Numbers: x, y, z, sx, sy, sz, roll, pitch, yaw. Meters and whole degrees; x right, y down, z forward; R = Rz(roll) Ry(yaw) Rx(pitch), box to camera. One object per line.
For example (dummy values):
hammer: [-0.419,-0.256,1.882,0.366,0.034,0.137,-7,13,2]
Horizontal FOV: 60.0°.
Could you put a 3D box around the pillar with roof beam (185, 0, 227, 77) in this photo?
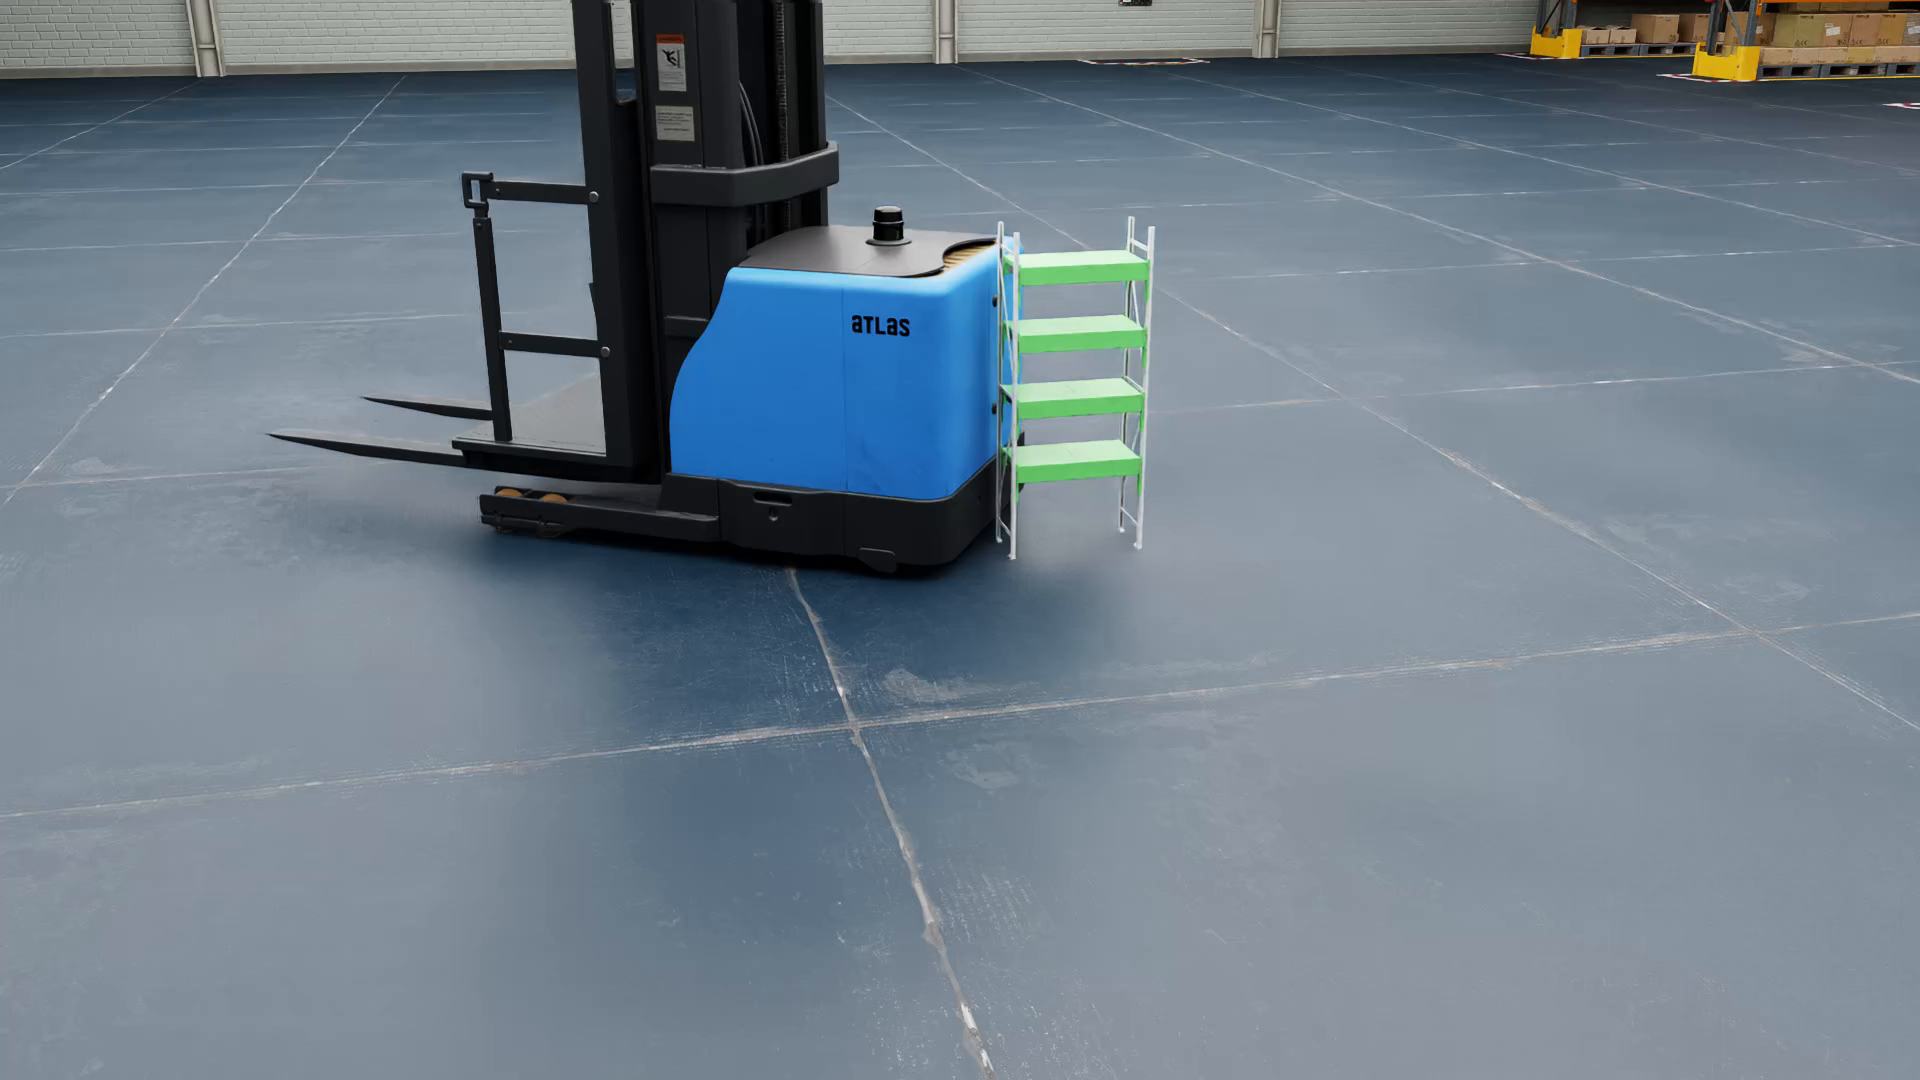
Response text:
pillar with roof beam: [-10.949,-10.197,21.067,0.400,9.000,9.100,-5,21,-12]

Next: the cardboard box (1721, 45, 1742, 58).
cardboard box: [12.531,-7.765,26.538,0.500,0.250,0.500,-5,21,-12]

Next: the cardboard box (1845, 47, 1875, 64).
cardboard box: [14.110,-7.710,26.387,0.500,0.250,0.500,-5,21,-12]

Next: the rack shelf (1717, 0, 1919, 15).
rack shelf: [14.024,-8.538,26.307,4.000,0.370,1.077,-5,21,-12]

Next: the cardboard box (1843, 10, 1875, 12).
cardboard box: [14.473,-8.281,26.857,0.500,0.500,0.500,-5,21,-12]

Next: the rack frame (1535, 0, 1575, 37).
rack frame: [10.934,-10.375,30.277,0.127,3.000,1.000,-5,21,-12]

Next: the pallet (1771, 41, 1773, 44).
pallet: [15.584,-9.445,31.791,1.213,0.211,1.003,-5,21,-12]

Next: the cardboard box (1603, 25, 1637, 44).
cardboard box: [12.183,-9.389,30.854,0.500,0.311,0.500,-3,20,-8]

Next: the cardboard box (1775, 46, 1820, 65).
cardboard box: [13.136,-7.632,26.176,0.500,0.250,0.500,-5,21,-12]

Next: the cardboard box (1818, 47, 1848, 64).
cardboard box: [13.623,-7.672,26.284,0.500,0.250,0.500,-5,21,-12]

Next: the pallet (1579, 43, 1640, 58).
pallet: [11.806,-9.124,30.916,1.213,0.211,1.003,-5,21,-12]

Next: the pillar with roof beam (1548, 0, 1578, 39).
pillar with roof beam: [12.407,-12.096,26.253,0.400,9.000,9.100,-5,21,-12]

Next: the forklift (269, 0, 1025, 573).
forklift: [-1.317,-1.546,6.273,3.031,2.935,1.130,7,21,18]

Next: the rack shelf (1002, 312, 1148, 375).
rack shelf: [0.407,-0.713,6.004,0.480,0.148,0.258,-5,21,-12]

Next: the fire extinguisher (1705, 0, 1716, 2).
fire extinguisher: [11.855,-8.827,26.163,0.183,0.674,0.296,-5,21,-12]

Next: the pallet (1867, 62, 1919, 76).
pallet: [15.186,-7.676,26.962,1.213,0.211,1.003,-5,21,-12]

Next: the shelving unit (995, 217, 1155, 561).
shelving unit: [0.407,-0.548,6.065,0.503,1.200,0.258,-5,21,-12]

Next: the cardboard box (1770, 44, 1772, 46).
cardboard box: [13.015,-7.808,26.657,0.500,0.250,0.500,-5,21,-12]

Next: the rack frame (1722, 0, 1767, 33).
rack frame: [14.826,-10.692,31.141,0.127,3.000,1.000,-5,21,-12]

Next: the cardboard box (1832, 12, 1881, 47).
cardboard box: [14.111,-8.061,26.257,0.500,0.500,0.500,-5,21,-12]

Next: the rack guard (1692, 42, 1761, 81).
rack guard: [12.054,-7.542,26.176,0.348,0.500,1.175,-5,21,-12]

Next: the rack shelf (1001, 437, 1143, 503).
rack shelf: [0.407,-0.262,6.169,0.480,0.148,0.258,-5,21,-12]

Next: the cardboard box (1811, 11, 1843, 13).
cardboard box: [13.987,-8.241,26.747,0.500,0.500,0.500,-5,21,-12]

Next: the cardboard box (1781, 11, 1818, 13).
cardboard box: [13.500,-8.202,26.640,0.500,0.500,0.500,-5,21,-12]

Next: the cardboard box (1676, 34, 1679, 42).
cardboard box: [13.265,-9.440,31.229,0.250,0.149,0.380,-6,21,-17]

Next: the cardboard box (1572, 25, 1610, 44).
cardboard box: [11.628,-9.344,30.731,0.500,0.311,0.500,-7,21,-19]

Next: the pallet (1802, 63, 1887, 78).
pallet: [13.997,-7.578,26.695,1.213,0.211,1.003,-5,21,-12]

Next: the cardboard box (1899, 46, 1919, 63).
cardboard box: [15.080,-7.794,26.617,0.500,0.250,0.500,-5,21,-12]

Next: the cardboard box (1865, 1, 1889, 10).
cardboard box: [17.461,-10.295,31.962,0.500,0.250,0.500,-4,21,-11]

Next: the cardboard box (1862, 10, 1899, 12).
cardboard box: [14.962,-8.318,26.958,0.500,0.500,0.500,-5,21,-12]

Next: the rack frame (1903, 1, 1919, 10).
rack frame: [18.719,-11.008,32.006,0.127,3.000,1.000,-5,21,-12]

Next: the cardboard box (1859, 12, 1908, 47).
cardboard box: [14.594,-8.106,26.378,0.500,0.500,0.500,-5,21,-12]

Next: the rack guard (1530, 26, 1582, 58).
rack guard: [11.008,-9.208,30.723,0.348,0.500,1.175,-5,21,-12]

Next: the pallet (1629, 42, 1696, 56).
pallet: [12.991,-9.220,31.177,1.213,0.211,1.003,-5,21,-12]

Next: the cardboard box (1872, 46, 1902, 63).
cardboard box: [14.597,-7.749,26.496,0.500,0.250,0.500,-5,21,-12]

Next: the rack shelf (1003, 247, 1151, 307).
rack shelf: [0.407,-0.938,5.922,0.480,0.148,0.258,-5,21,-12]

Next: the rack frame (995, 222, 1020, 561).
rack frame: [0.170,-0.528,6.012,0.015,1.200,0.240,-5,21,-12]

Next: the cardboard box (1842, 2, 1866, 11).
cardboard box: [16.962,-10.252,31.846,0.500,0.250,0.500,-5,21,-13]

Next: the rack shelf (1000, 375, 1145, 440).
rack shelf: [0.407,-0.488,6.087,0.480,0.148,0.258,-5,21,-12]

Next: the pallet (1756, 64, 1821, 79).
pallet: [12.812,-7.483,26.434,1.213,0.211,1.003,-5,21,-12]

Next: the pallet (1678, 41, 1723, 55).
pallet: [14.181,-9.317,31.444,1.213,0.211,1.003,-5,21,-12]

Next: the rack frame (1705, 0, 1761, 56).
rack frame: [12.077,-8.717,25.751,0.127,3.000,1.000,-5,21,-12]

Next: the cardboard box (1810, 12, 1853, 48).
cardboard box: [13.620,-8.028,26.165,0.500,0.500,0.500,-5,21,-12]

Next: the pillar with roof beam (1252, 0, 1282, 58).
pillar with roof beam: [6.568,-11.621,24.957,0.400,9.000,9.100,-5,21,-12]

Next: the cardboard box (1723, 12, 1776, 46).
cardboard box: [12.531,-8.118,26.411,0.500,0.500,0.500,-5,21,-12]

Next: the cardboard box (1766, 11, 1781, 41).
cardboard box: [15.539,-9.789,31.670,0.500,0.500,0.700,-4,20,-11]

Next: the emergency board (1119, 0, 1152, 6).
emergency board: [3.163,-10.062,29.423,0.643,1.169,0.194,-5,21,-12]

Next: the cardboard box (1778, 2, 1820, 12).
cardboard box: [15.967,-10.177,31.639,0.500,0.250,0.500,-5,21,-14]

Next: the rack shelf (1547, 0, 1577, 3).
rack shelf: [12.880,-10.196,30.833,4.000,0.370,1.077,-5,21,-12]

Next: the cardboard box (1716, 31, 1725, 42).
cardboard box: [14.313,-9.516,31.410,0.250,0.166,0.380,-7,21,-20]

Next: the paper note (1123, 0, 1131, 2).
paper note: [2.975,-9.658,29.600,0.142,0.148,0.016,-5,21,-12]

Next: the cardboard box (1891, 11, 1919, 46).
cardboard box: [15.080,-8.147,26.490,0.500,0.500,0.500,-5,21,-12]

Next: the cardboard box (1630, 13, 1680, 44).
cardboard box: [12.908,-9.519,30.935,0.500,0.500,0.700,-6,21,-16]

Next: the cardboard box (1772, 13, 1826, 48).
cardboard box: [13.136,-7.984,26.045,0.500,0.500,0.500,-5,21,-12]

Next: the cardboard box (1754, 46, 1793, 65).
cardboard box: [12.650,-7.591,26.065,0.500,0.250,0.500,-5,21,-12]

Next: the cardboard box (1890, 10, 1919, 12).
cardboard box: [15.447,-8.360,27.073,0.500,0.500,0.500,-5,21,-12]

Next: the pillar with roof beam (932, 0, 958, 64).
pillar with roof beam: [0.729,-11.146,23.660,0.400,9.000,9.100,-5,21,-12]

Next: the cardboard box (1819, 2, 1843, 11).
cardboard box: [16.472,-10.219,31.755,0.500,0.250,0.500,-5,21,-14]

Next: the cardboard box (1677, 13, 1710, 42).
cardboard box: [13.826,-9.629,31.235,0.500,0.500,0.500,-6,21,-17]

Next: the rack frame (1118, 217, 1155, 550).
rack frame: [0.645,-0.567,6.118,0.015,1.200,0.240,-5,21,-12]
